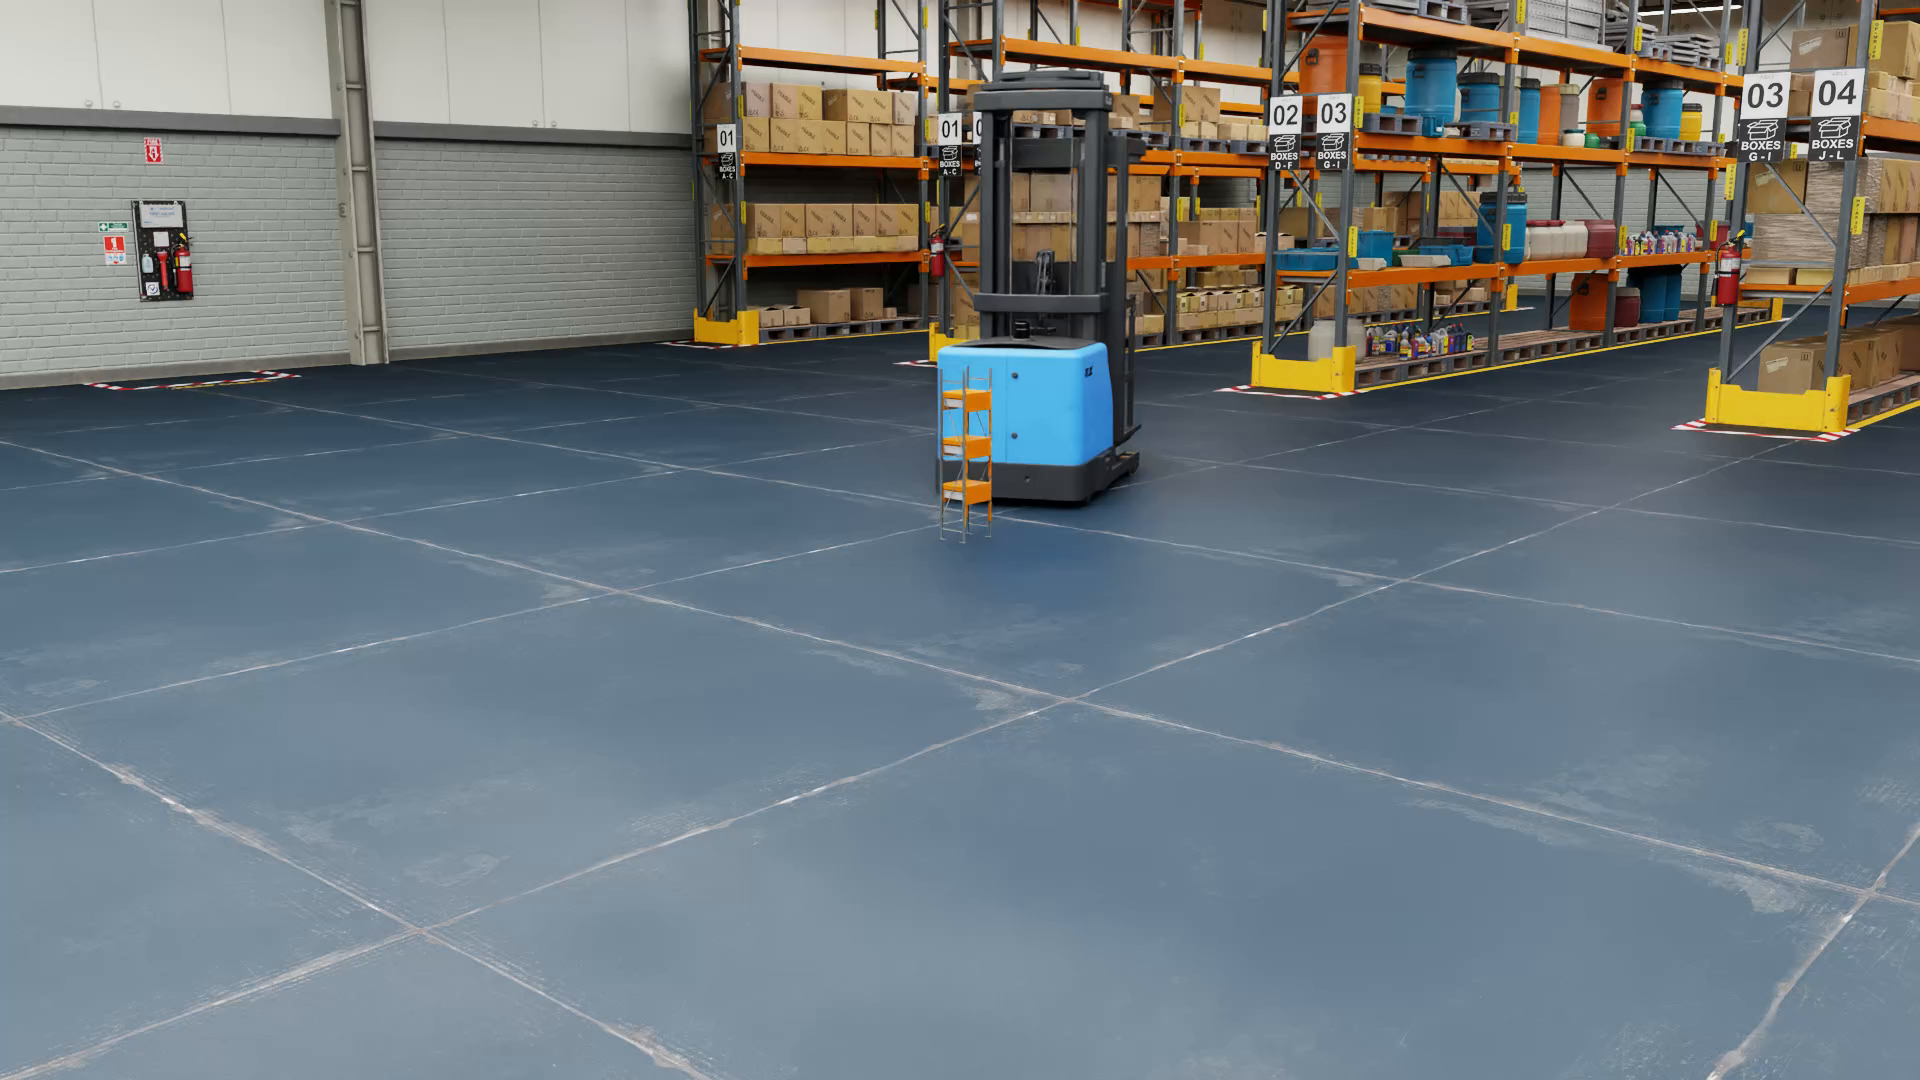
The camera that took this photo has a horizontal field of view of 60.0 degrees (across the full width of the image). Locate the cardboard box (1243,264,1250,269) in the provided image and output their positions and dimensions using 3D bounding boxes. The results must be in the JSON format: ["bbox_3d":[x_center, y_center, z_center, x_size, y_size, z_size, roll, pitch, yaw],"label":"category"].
[{"bbox_3d":[6.018,-5.922,35.857,0.380,0.149,0.250,10,15,41],"label":"cardboard box"}]

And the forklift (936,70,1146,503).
[{"bbox_3d":[0.752,-1.934,12.413,1.130,2.935,3.031,3,12,17],"label":"forklift"}]

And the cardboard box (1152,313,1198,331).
[{"bbox_3d":[3.227,-3.286,24.954,0.500,0.250,0.500,9,15,39],"label":"cardboard box"}]

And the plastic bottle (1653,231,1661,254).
[{"bbox_3d":[10.685,-4.574,25.578,0.144,0.351,0.185,10,15,40],"label":"plastic bottle"}]

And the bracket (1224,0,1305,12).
[{"bbox_3d":[6.385,-11.534,35.796,0.076,0.066,4.783,10,15,40],"label":"bracket"}]

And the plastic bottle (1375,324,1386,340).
[{"bbox_3d":[5.243,-2.522,20.819,0.144,0.351,0.185,10,15,40],"label":"plastic bottle"}]

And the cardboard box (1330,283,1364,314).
[{"bbox_3d":[6.606,-4.161,28.644,0.500,0.500,0.500,10,15,40],"label":"cardboard box"}]

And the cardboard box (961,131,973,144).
[{"bbox_3d":[-0.122,-6.835,28.272,0.500,0.311,0.500,10,15,42],"label":"cardboard box"}]

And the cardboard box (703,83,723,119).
[{"bbox_3d":[-3.502,-6.570,24.930,0.500,0.500,0.500,11,15,43],"label":"cardboard box"}]

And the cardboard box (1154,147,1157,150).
[{"bbox_3d":[3.668,-7.839,32.763,0.700,0.500,0.500,9,14,37],"label":"cardboard box"}]

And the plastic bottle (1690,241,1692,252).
[{"bbox_3d":[11.700,-4.720,26.690,0.097,0.201,0.097,0,11,0],"label":"plastic bottle"}]

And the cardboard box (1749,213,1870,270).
[{"bbox_3d":[7.956,-2.804,15.576,0.875,0.500,0.500,10,15,40],"label":"cardboard box"}]

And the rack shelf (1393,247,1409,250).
[{"bbox_3d":[6.735,-4.931,29.080,1.077,0.370,4.000,10,15,40],"label":"rack shelf"}]

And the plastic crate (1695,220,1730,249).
[{"bbox_3d":[12.551,-5.097,27.757,0.402,0.464,0.583,10,15,40],"label":"plastic crate"}]

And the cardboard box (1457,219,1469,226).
[{"bbox_3d":[9.264,-5.816,31.418,0.500,0.500,0.500,10,15,40],"label":"cardboard box"}]

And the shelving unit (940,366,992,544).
[{"bbox_3d":[0.035,-0.523,10.148,0.215,1.050,0.252,10,15,40],"label":"shelving unit"}]

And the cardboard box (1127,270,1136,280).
[{"bbox_3d":[2.858,-5.001,32.007,0.750,0.750,0.750,10,15,40],"label":"cardboard box"}]

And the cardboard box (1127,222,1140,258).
[{"bbox_3d":[2.143,-4.306,23.856,0.700,0.500,0.500,10,15,40],"label":"cardboard box"}]

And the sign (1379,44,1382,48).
[{"bbox_3d":[7.660,-9.090,30.160,0.100,0.325,0.005,10,15,40],"label":"sign"}]

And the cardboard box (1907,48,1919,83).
[{"bbox_3d":[10.107,-4.932,17.296,0.500,0.500,0.500,9,15,39],"label":"cardboard box"}]

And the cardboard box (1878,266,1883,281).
[{"bbox_3d":[8.760,-2.604,16.233,0.380,0.149,0.250,10,15,40],"label":"cardboard box"}]

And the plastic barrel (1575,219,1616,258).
[{"bbox_3d":[9.054,-4.308,23.776,0.600,0.536,0.708,10,15,40],"label":"plastic barrel"}]

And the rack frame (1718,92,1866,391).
[{"bbox_3d":[7.573,-2.532,15.228,1.000,3.000,0.127,10,15,40],"label":"rack frame"}]

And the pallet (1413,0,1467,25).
[{"bbox_3d":[5.164,-6.108,19.322,1.003,0.211,1.213,10,15,40],"label":"pallet"}]

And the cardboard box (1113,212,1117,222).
[{"bbox_3d":[2.083,-4.551,23.429,0.380,0.149,0.250,10,15,40],"label":"cardboard box"}]

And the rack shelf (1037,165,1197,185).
[{"bbox_3d":[3.011,-7.042,31.990,1.077,0.370,4.000,10,15,40],"label":"rack shelf"}]

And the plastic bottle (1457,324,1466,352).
[{"bbox_3d":[6.284,-2.545,20.936,0.144,0.351,0.185,9,15,39],"label":"plastic bottle"}]

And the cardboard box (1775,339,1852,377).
[{"bbox_3d":[8.366,-1.694,16.343,0.500,0.500,0.500,-7,13,-33],"label":"cardboard box"}]

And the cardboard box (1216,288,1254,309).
[{"bbox_3d":[4.248,-3.789,26.039,0.500,0.311,0.500,10,15,42],"label":"cardboard box"}]

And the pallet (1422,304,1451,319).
[{"bbox_3d":[8.509,-4.312,31.261,1.003,0.211,1.213,10,15,40],"label":"pallet"}]

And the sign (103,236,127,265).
[{"bbox_3d":[-9.841,-3.376,19.363,0.001,0.329,0.234,10,15,40],"label":"sign"}]

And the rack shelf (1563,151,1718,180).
[{"bbox_3d":[10.453,-5.761,25.577,1.077,0.370,4.000,10,15,40],"label":"rack shelf"}]

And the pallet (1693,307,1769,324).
[{"bbox_3d":[13.840,-4.042,29.911,1.003,0.211,1.213,10,15,40],"label":"pallet"}]

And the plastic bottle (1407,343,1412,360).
[{"bbox_3d":[5.351,-2.257,19.875,0.097,0.201,0.097,0,11,0],"label":"plastic bottle"}]

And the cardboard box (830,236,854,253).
[{"bbox_3d":[-2.021,-4.646,26.148,0.500,0.250,0.500,10,15,41],"label":"cardboard box"}]

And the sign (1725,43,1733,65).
[{"bbox_3d":[12.185,-7.705,26.349,0.100,0.325,0.005,10,15,40],"label":"sign"}]

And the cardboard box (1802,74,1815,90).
[{"bbox_3d":[7.781,-4.229,15.432,0.380,0.149,0.250,9,14,39],"label":"cardboard box"}]

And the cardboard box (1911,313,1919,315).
[{"bbox_3d":[12.070,-2.514,20.399,0.700,0.500,0.500,8,14,36],"label":"cardboard box"}]

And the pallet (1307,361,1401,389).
[{"bbox_3d":[4.407,-1.941,19.388,1.003,0.211,1.213,10,15,40],"label":"pallet"}]

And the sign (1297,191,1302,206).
[{"bbox_3d":[7.370,-7.419,36.135,0.100,0.325,0.005,10,15,40],"label":"sign"}]

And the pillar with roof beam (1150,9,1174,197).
[{"bbox_3d":[7.378,-8.818,31.388,9.100,9.000,0.548,10,15,40],"label":"pillar with roof beam"}]

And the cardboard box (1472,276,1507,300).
[{"bbox_3d":[10.522,-5.045,33.071,0.500,0.500,0.500,10,15,40],"label":"cardboard box"}]

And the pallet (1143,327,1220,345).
[{"bbox_3d":[3.231,-3.147,25.431,1.003,0.211,1.213,10,15,40],"label":"pallet"}]

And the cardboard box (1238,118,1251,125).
[{"bbox_3d":[5.669,-8.457,34.377,0.500,0.500,0.500,10,15,41],"label":"cardboard box"}]

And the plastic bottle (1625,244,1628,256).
[{"bbox_3d":[9.823,-4.301,24.595,0.097,0.201,0.097,0,11,0],"label":"plastic bottle"}]

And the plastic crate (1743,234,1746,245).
[{"bbox_3d":[13.251,-5.138,28.552,0.416,0.233,0.300,10,15,40],"label":"plastic crate"}]

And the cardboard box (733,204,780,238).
[{"bbox_3d":[-3.049,-4.788,24.943,0.500,0.500,0.500,10,15,40],"label":"cardboard box"}]

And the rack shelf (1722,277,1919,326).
[{"bbox_3d":[8.893,-2.473,16.771,1.077,0.370,4.000,10,15,40],"label":"rack shelf"}]

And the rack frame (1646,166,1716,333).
[{"bbox_3d":[11.773,-4.937,27.273,1.000,3.000,0.127,10,15,40],"label":"rack frame"}]

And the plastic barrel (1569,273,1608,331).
[{"bbox_3d":[9.443,-3.565,24.870,0.600,0.830,0.708,10,15,40],"label":"plastic barrel"}]

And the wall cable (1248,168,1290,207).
[{"bbox_3d":[7.107,-7.616,38.089,0.084,1.984,1.851,10,15,40],"label":"wall cable"}]

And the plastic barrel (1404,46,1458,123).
[{"bbox_3d":[5.755,-5.551,20.333,0.600,0.901,0.708,10,15,40],"label":"plastic barrel"}]

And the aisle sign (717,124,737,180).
[{"bbox_3d":[-3.412,-5.678,24.345,0.394,0.787,0.004,10,15,40],"label":"aisle sign"}]

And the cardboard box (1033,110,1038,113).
[{"bbox_3d":[0.696,-5.688,22.328,0.500,0.250,0.500,10,15,40],"label":"cardboard box"}]

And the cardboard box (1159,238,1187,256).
[{"bbox_3d":[3.066,-4.406,24.995,0.500,0.250,0.500,11,16,44],"label":"cardboard box"}]

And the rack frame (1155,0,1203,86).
[{"bbox_3d":[4.332,-9.160,33.099,1.000,3.000,0.127,10,15,40],"label":"rack frame"}]
